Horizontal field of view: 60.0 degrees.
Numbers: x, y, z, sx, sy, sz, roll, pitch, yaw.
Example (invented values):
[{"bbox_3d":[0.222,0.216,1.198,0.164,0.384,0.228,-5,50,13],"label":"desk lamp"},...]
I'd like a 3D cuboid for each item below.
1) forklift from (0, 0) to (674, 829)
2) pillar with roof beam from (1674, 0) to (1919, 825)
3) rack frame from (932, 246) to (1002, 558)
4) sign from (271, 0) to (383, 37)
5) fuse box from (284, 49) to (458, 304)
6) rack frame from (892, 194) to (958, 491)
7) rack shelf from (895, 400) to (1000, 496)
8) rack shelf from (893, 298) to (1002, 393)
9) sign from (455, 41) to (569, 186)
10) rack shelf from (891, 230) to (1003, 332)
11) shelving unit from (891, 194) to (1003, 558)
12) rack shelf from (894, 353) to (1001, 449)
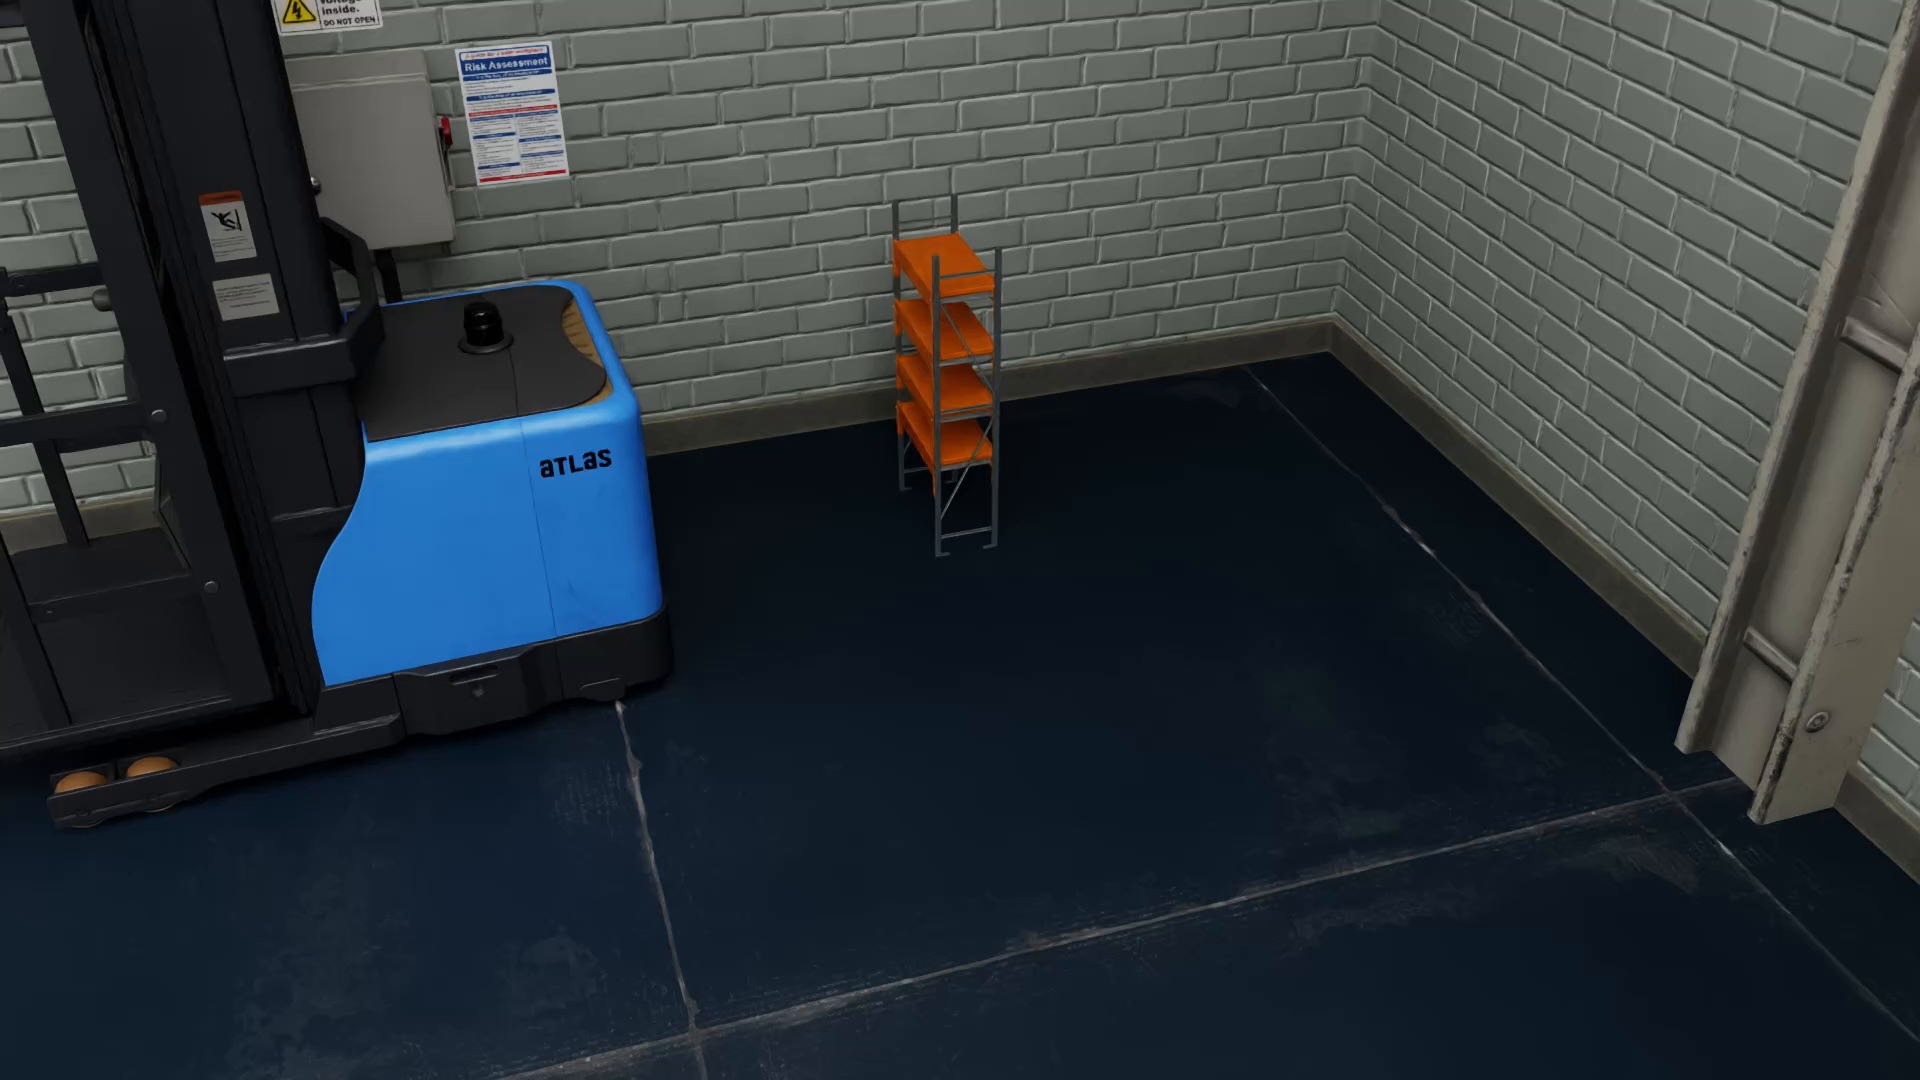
[{"bbox_3d":[-2.518,-0.696,4.645,3.031,2.935,1.130,-12,35,-17],"label":"forklift"},{"bbox_3d":[-1.632,-2.308,1.581,9.100,9.000,0.400,-10,35,-15],"label":"pillar with roof beam"},{"bbox_3d":[0.024,-0.459,5.857,0.240,1.200,0.015,-10,35,-15],"label":"rack frame"},{"bbox_3d":[-2.107,-1.803,5.508,0.339,0.242,0.001,-10,35,-15],"label":"sign"},{"bbox_3d":[-1.991,-0.821,5.941,0.539,1.711,0.414,-10,35,-15],"label":"fuse box"},{"bbox_3d":[-0.125,-0.716,6.245,0.240,1.200,0.015,-10,35,-15],"label":"rack frame"},{"bbox_3d":[-0.051,-0.366,6.197,0.258,0.148,0.480,-10,35,-15],"label":"rack shelf"},{"bbox_3d":[-0.051,-0.718,5.965,0.258,0.148,0.480,-10,35,-15],"label":"rack shelf"},{"bbox_3d":[-1.584,-1.511,5.902,0.329,0.494,0.001,-10,35,-15],"label":"sign"},{"bbox_3d":[-0.051,-0.915,5.834,0.258,0.148,0.480,-10,35,-15],"label":"rack shelf"},{"bbox_3d":[-0.051,-0.587,6.051,0.258,1.200,0.503,-10,35,-15],"label":"shelving unit"},{"bbox_3d":[-0.051,-0.531,6.088,0.258,0.148,0.480,-10,35,-15],"label":"rack shelf"}]
